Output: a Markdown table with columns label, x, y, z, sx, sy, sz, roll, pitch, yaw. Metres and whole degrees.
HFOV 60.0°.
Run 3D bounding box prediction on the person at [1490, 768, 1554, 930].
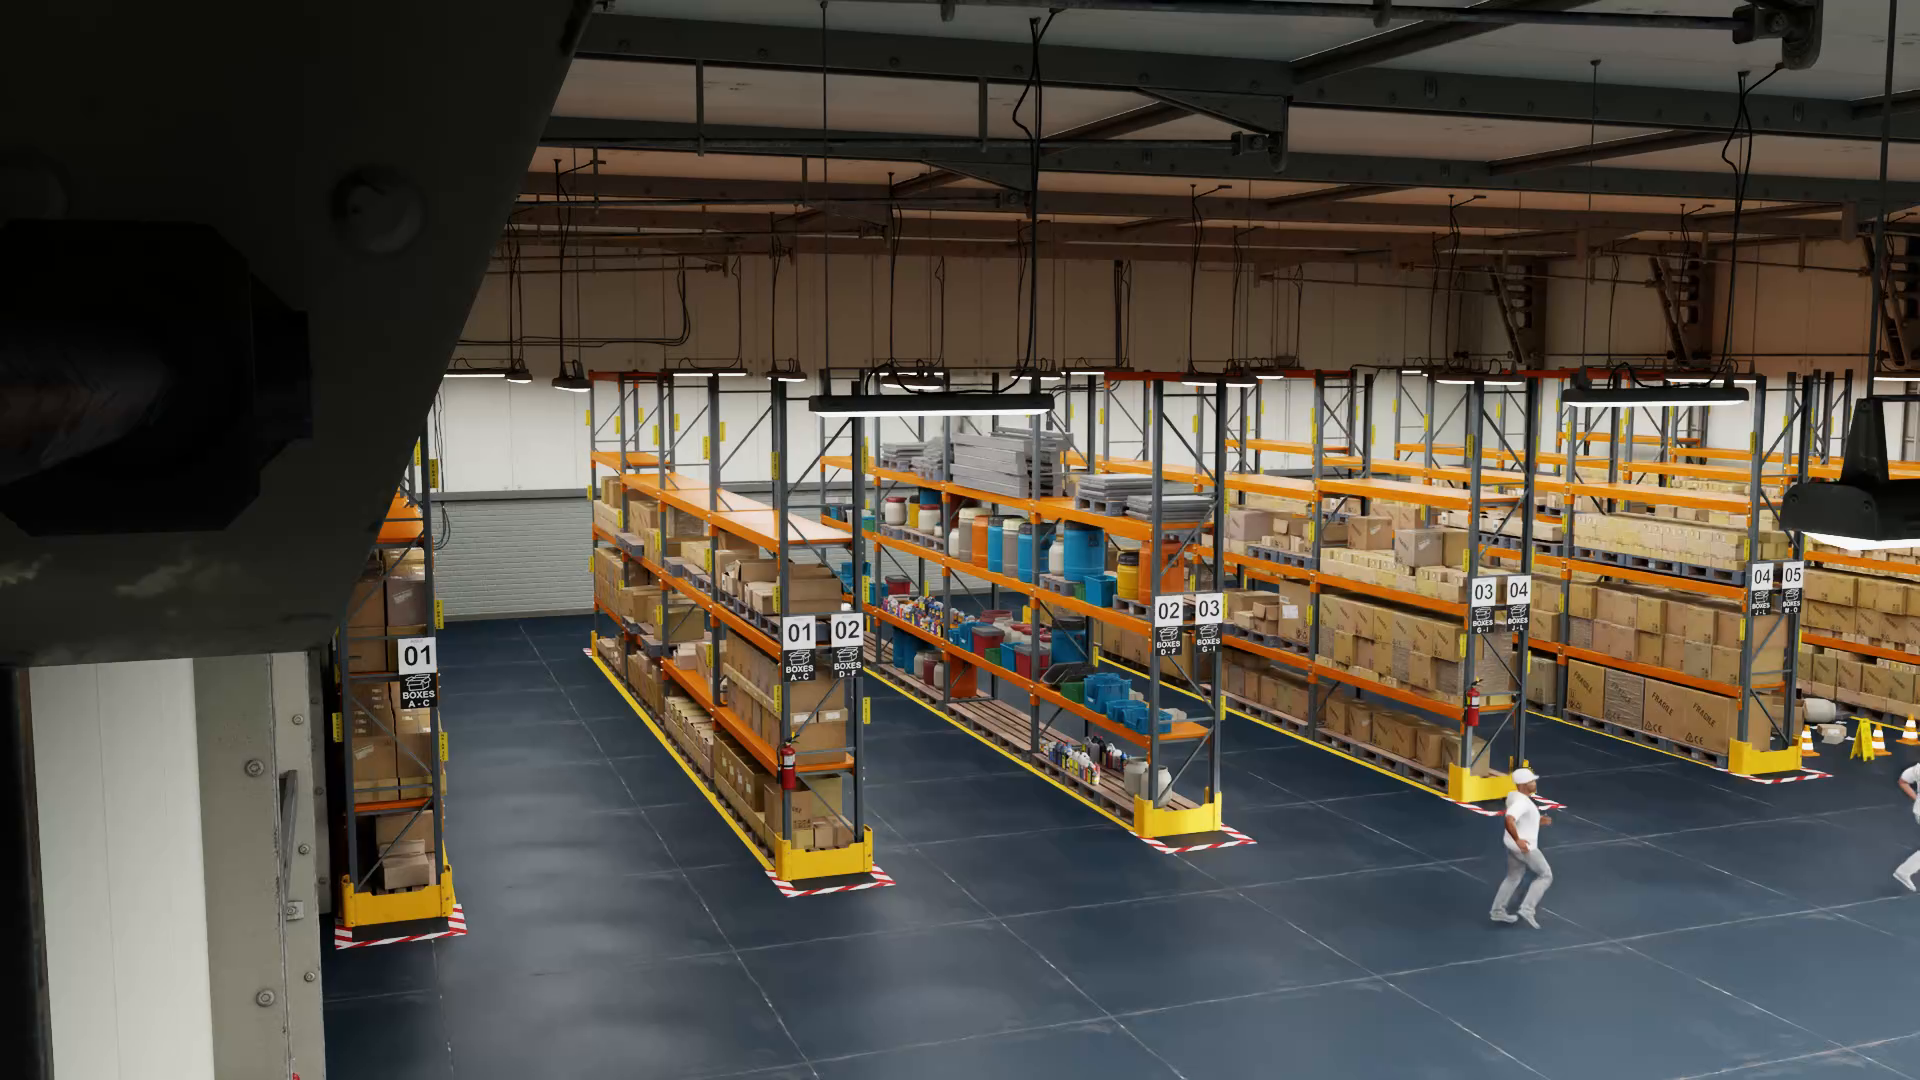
| label | x | y | z | sx | sy | sz | roll | pitch | yaw |
| --- | --- | --- | --- | --- | --- | --- | --- | --- | --- |
| person | 6.237 | 3.407 | 18.389 | 0.692 | 1.785 | 0.685 | 0 | 6 | -1 |

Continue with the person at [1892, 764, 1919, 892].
| label | x | y | z | sx | sy | sz | roll | pitch | yaw |
| --- | --- | --- | --- | --- | --- | --- | --- | --- | --- |
| person | 11.404 | 3.249 | 19.480 | 0.924 | 1.778 | 0.664 | 0 | 6 | 2 |

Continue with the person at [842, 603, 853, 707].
| label | x | y | z | sx | sy | sz | roll | pitch | yaw |
| --- | --- | --- | --- | --- | --- | --- | --- | --- | --- |
| person | -1.895 | 1.985 | 28.288 | 0.646 | 1.823 | 0.760 | -4 | 7 | -30 |
